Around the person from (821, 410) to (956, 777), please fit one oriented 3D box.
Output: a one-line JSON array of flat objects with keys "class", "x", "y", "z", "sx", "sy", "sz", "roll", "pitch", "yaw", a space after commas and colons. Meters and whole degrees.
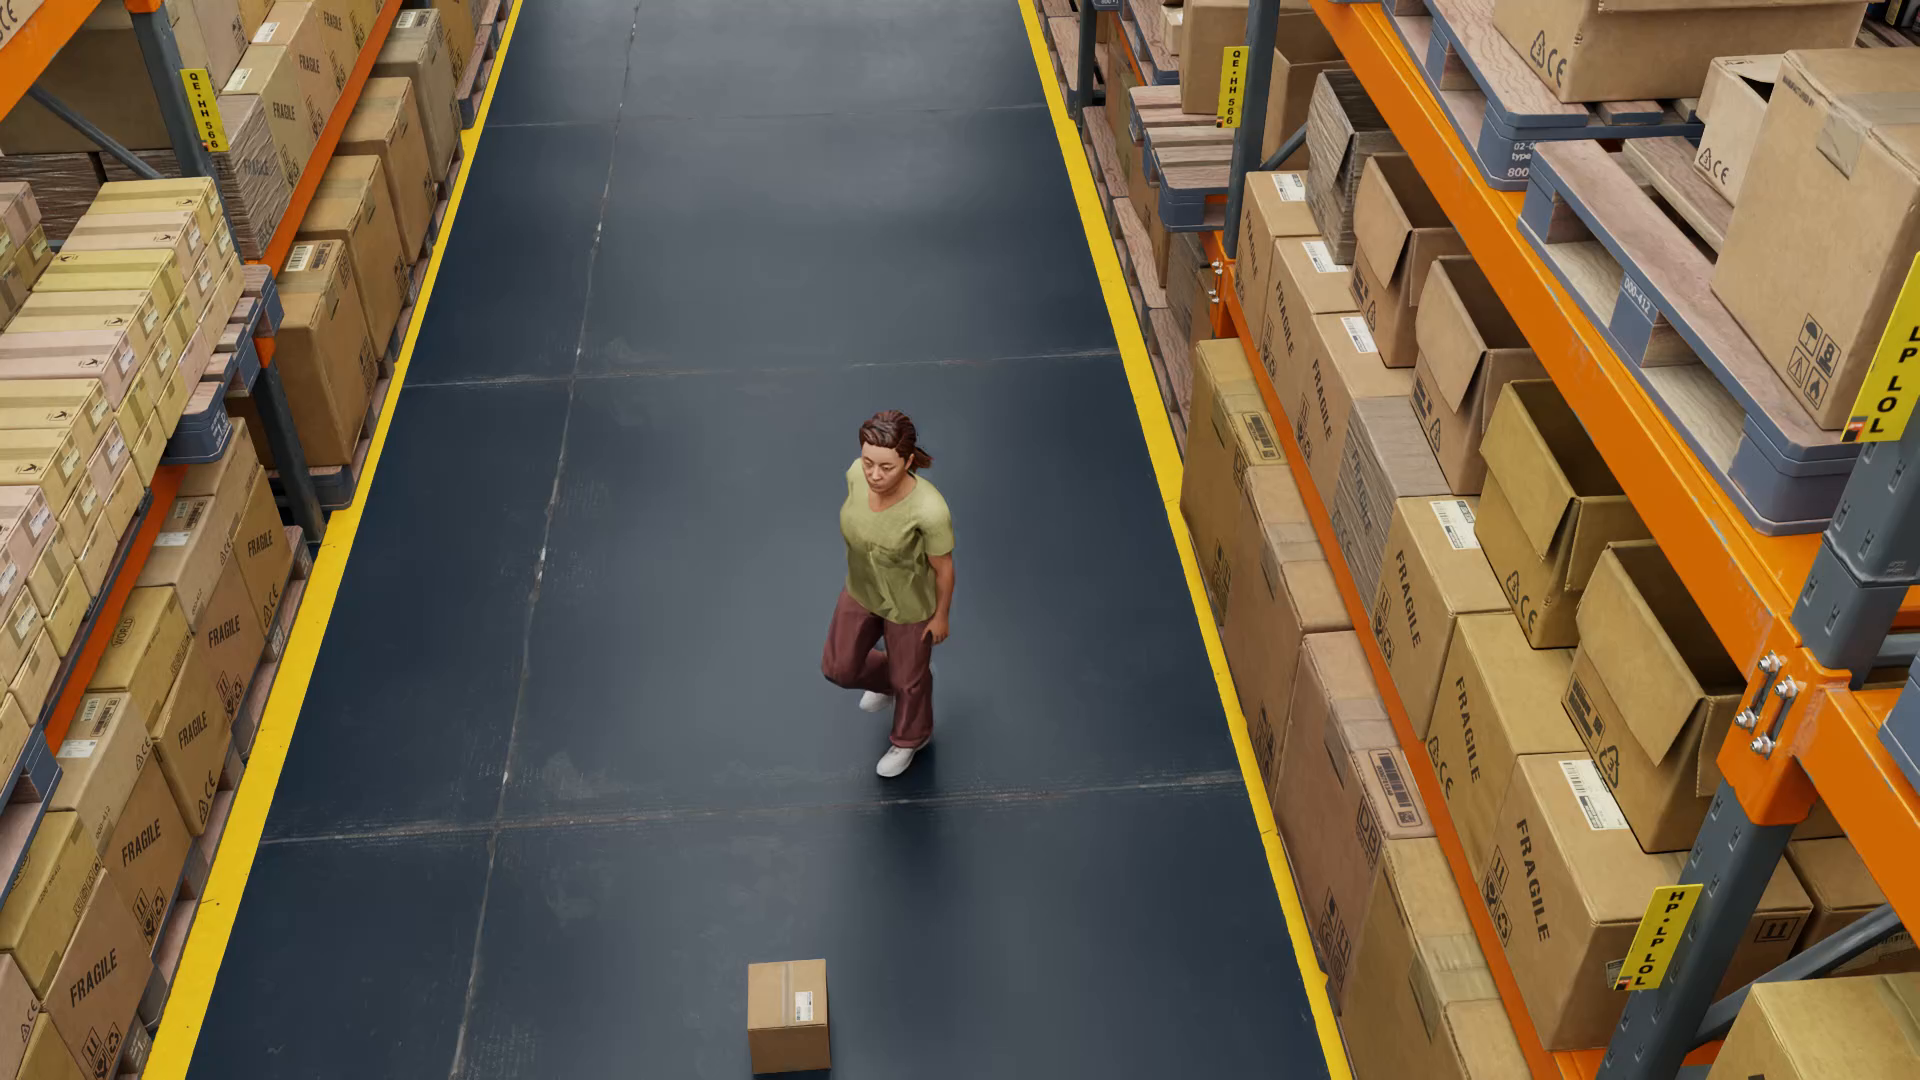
[{"class": "person", "x": -0.212, "y": 0.182, "z": 5.915, "sx": 0.508, "sy": 1.663, "sz": 0.489, "roll": 24, "pitch": 45, "yaw": 26}]
